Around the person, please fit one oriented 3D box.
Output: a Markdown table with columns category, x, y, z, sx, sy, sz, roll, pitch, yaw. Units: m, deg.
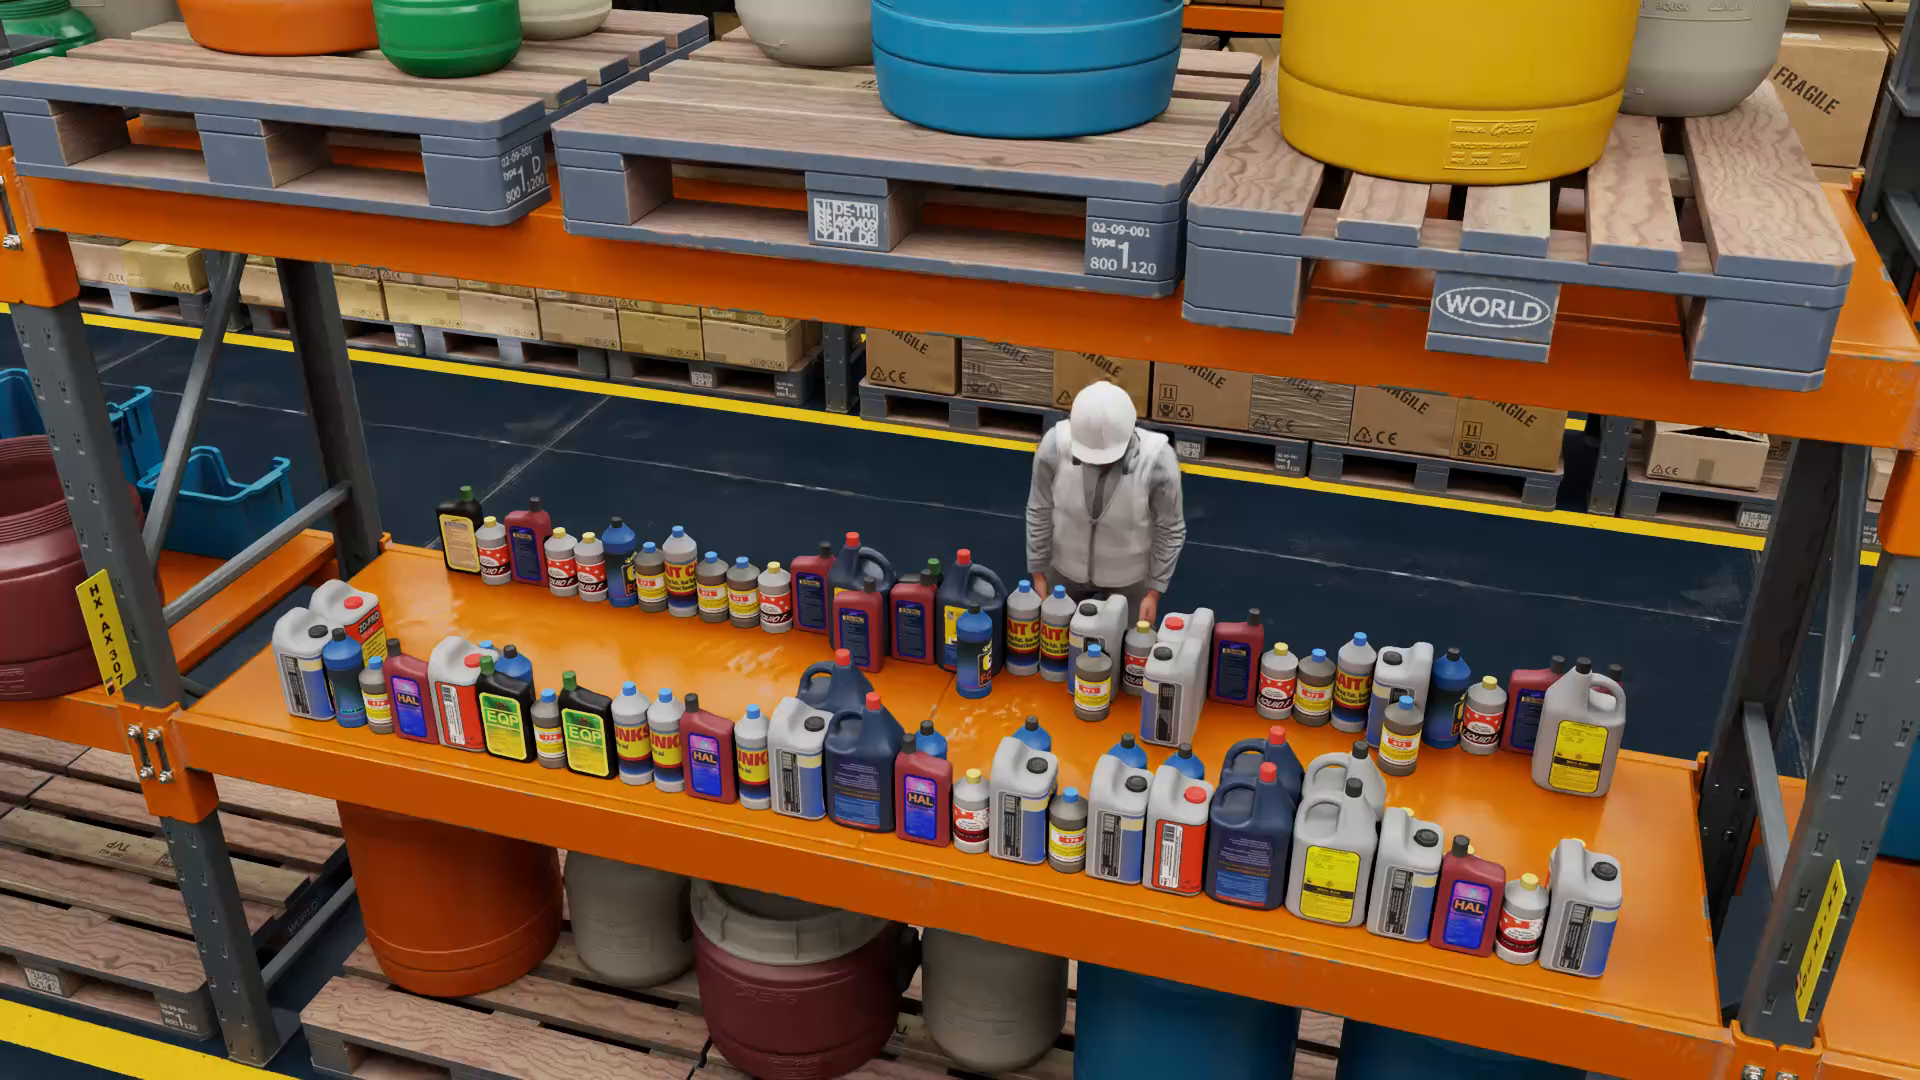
| category | x | y | z | sx | sy | sz | roll | pitch | yaw |
| --- | --- | --- | --- | --- | --- | --- | --- | --- | --- |
| person | 0.517 | 0.134 | 5.997 | 0.577 | 1.647 | 0.581 | 9 | 30 | 16 |
